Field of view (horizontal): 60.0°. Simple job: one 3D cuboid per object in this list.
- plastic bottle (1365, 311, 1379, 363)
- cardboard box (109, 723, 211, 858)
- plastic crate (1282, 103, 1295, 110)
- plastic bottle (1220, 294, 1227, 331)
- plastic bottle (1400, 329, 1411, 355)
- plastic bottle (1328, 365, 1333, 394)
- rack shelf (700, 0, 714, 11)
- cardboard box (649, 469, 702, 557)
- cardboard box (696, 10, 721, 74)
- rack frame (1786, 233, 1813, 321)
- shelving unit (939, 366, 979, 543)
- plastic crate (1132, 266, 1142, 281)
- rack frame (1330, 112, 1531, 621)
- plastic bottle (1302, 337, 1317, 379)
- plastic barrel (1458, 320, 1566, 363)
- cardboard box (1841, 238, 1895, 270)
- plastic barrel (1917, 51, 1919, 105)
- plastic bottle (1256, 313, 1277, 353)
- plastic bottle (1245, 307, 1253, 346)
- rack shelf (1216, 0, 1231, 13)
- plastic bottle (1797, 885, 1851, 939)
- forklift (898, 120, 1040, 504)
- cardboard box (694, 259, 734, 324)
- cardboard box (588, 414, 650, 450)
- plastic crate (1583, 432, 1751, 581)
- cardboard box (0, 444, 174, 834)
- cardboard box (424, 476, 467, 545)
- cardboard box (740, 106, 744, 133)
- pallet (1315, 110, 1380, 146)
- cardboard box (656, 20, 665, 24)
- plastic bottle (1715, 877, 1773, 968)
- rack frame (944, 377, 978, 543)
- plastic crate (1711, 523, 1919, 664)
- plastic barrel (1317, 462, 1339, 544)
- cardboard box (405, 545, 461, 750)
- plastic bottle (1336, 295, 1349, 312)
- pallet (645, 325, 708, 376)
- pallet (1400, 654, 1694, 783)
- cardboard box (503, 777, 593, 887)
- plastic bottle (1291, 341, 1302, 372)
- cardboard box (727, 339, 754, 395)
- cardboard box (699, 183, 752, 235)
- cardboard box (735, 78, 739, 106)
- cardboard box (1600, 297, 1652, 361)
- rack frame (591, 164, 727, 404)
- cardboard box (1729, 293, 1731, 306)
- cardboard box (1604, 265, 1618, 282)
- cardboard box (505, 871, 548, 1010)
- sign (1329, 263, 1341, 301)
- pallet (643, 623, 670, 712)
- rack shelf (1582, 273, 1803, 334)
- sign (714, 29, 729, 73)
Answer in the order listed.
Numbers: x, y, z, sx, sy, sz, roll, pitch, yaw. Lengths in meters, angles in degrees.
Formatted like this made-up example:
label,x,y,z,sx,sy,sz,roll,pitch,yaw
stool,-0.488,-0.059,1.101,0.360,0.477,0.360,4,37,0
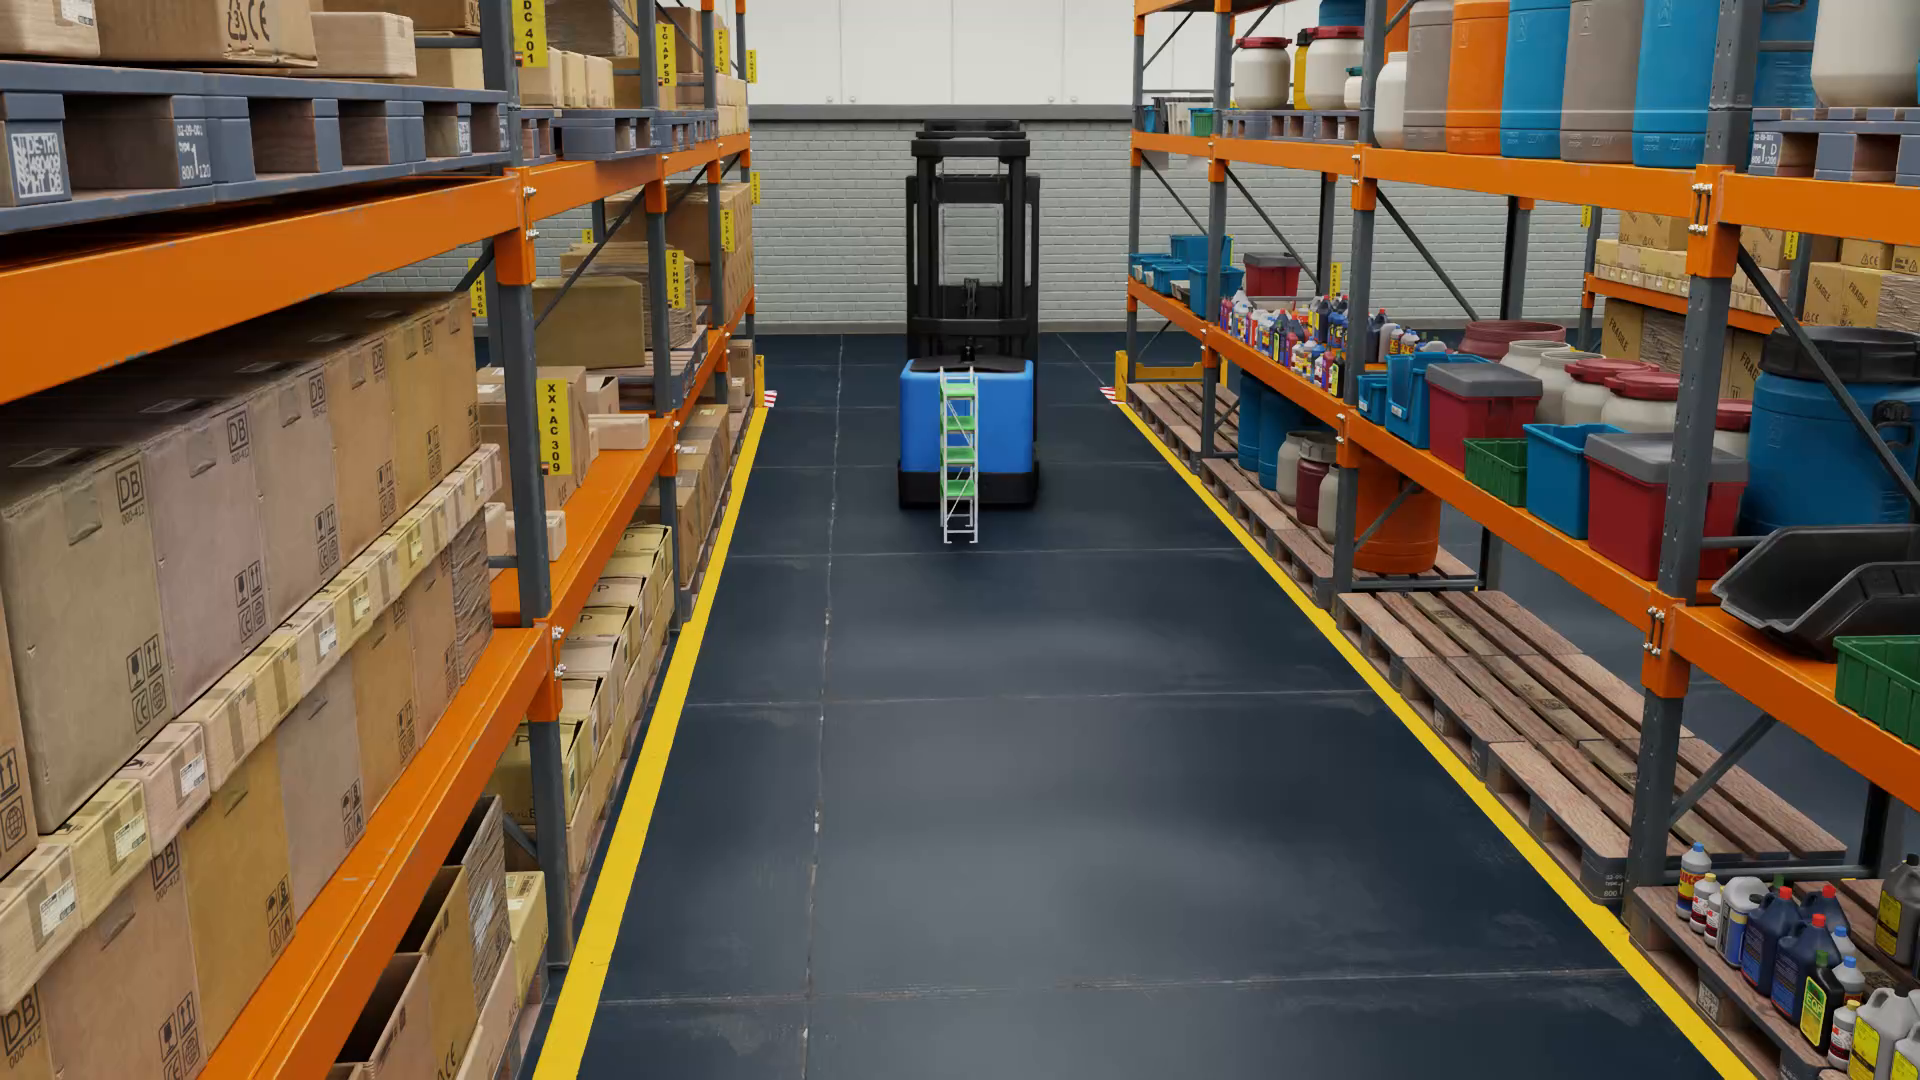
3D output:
label,x,y,z,sx,sy,sz,roll,pitch,yaw
plastic bottle,2.840,-1.420,11.625,0.144,0.351,0.185,-1,14,-3
cardboard box,-1.525,0.429,2.838,0.380,0.149,0.250,-1,14,-4
plastic crate,2.729,-3.680,14.551,0.497,0.269,0.590,-1,14,-3
plastic bottle,2.129,-1.823,13.326,0.061,0.283,0.133,-1,14,-3
plastic bottle,3.038,-1.292,11.286,0.097,0.271,0.097,0,14,0
plastic bottle,2.340,-1.009,10.328,0.097,0.201,0.097,0,14,0
rack shelf,-2.288,-3.768,10.857,1.077,0.370,4.000,-1,14,-3
cardboard box,-1.945,-0.157,10.751,0.500,0.500,0.500,-1,14,-5
cardboard box,-2.370,-4.134,13.846,0.700,0.500,0.500,-1,14,-3
rack frame,7.475,-2.054,13.989,1.000,3.000,0.127,-1,14,-3
shelving unit,-0.010,-0.622,12.037,0.258,1.200,0.503,-1,14,-3
plastic crate,1.908,-2.726,17.010,0.250,0.136,0.298,-1,14,-3
rack frame,2.780,-0.982,9.825,1.000,3.000,0.127,-1,14,-3
plastic bottle,2.301,-1.197,10.918,0.097,0.271,0.097,0,14,0
plastic barrel,3.111,-0.938,9.378,0.600,0.536,0.708,-1,14,-3
cardboard box,7.523,-2.429,13.234,0.797,0.503,0.637,-1,14,-5
plastic barrel,2.982,-1.637,4.502,0.600,0.901,0.708,-1,14,-3
plastic bottle,2.252,-1.508,12.117,0.152,0.276,0.135,-1,14,-3
plastic bottle,2.184,-1.602,12.467,0.061,0.283,0.133,-1,14,-3
rack shelf,2.656,-3.843,11.150,1.077,0.370,4.000,-1,14,-3
plastic bottle,2.807,1.287,5.437,0.144,0.351,0.185,-1,14,-3
forklift,0.116,-2.011,13.961,1.130,2.935,3.031,1,14,3
cardboard box,-2.172,-2.081,13.894,0.500,0.500,0.500,-1,14,-2
cardboard box,-1.833,-0.566,8.710,0.380,0.149,0.250,-1,14,-3
plastic crate,2.692,-0.134,6.400,0.402,0.464,0.583,-1,14,-3
cardboard box,-1.726,0.146,2.636,0.700,0.500,0.500,-1,14,-5
cardboard box,-1.654,-0.084,4.830,0.380,0.149,0.250,-1,14,-5
cardboard box,-2.345,-4.028,15.944,0.500,0.250,0.500,-1,14,-3
pallet,2.830,-2.535,10.220,1.003,0.211,1.213,-1,14,-3
cardboard box,-2.390,-3.362,11.811,0.600,0.600,0.600,-1,14,-4
plastic bottle,2.657,1.284,5.598,0.152,0.276,0.135,0,14,-1
rack frame,0.005,-0.562,11.801,0.240,1.200,0.015,-1,14,-3
plastic crate,2.933,0.175,5.453,0.767,0.338,0.504,-1,14,-3
plastic barrel,2.608,-0.241,11.095,0.421,0.512,0.421,0,14,0
cardboard box,-1.844,0.281,4.715,0.700,0.500,0.500,-1,14,-4
plastic bottle,2.927,-1.684,12.650,0.144,0.351,0.185,-1,14,-3
pallet,-2.289,-1.298,11.435,1.003,0.211,1.213,-1,14,-3
pallet,2.861,0.864,8.245,1.003,0.211,1.213,-1,14,-3
cardboard box,-1.694,1.112,6.360,0.500,0.250,0.500,-1,14,-5
plastic bottle,2.283,-1.236,11.209,0.097,0.201,0.097,0,14,0
cardboard box,-2.380,-1.768,17.010,0.500,0.500,0.500,-1,14,-3
cardboard box,-2.358,-3.323,16.713,0.500,0.500,0.500,-1,14,-4
cardboard box,-2.315,-4.146,15.399,0.500,0.250,0.500,-1,14,-3
cardboard box,7.347,-2.065,17.454,0.875,0.875,0.875,-1,14,-3
rack frame,-2.412,-1.902,13.398,1.000,3.000,0.127,-1,14,-3
cardboard box,7.082,-2.195,15.040,0.380,0.149,0.250,-1,14,-2
cardboard box,6.937,-2.770,17.275,0.380,0.149,0.250,-1,14,-4
cardboard box,-1.670,1.328,5.520,0.500,0.250,0.500,-1,14,-3
sign,3.081,-2.119,13.688,0.100,0.325,0.005,-1,14,-3
pallet,-2.152,0.649,9.081,1.003,0.211,1.213,-1,14,-3
rack shelf,7.351,-2.203,16.011,1.077,0.370,4.000,-1,14,-3
sign,-1.858,-3.805,12.947,0.100,0.325,0.005,-1,14,-3
